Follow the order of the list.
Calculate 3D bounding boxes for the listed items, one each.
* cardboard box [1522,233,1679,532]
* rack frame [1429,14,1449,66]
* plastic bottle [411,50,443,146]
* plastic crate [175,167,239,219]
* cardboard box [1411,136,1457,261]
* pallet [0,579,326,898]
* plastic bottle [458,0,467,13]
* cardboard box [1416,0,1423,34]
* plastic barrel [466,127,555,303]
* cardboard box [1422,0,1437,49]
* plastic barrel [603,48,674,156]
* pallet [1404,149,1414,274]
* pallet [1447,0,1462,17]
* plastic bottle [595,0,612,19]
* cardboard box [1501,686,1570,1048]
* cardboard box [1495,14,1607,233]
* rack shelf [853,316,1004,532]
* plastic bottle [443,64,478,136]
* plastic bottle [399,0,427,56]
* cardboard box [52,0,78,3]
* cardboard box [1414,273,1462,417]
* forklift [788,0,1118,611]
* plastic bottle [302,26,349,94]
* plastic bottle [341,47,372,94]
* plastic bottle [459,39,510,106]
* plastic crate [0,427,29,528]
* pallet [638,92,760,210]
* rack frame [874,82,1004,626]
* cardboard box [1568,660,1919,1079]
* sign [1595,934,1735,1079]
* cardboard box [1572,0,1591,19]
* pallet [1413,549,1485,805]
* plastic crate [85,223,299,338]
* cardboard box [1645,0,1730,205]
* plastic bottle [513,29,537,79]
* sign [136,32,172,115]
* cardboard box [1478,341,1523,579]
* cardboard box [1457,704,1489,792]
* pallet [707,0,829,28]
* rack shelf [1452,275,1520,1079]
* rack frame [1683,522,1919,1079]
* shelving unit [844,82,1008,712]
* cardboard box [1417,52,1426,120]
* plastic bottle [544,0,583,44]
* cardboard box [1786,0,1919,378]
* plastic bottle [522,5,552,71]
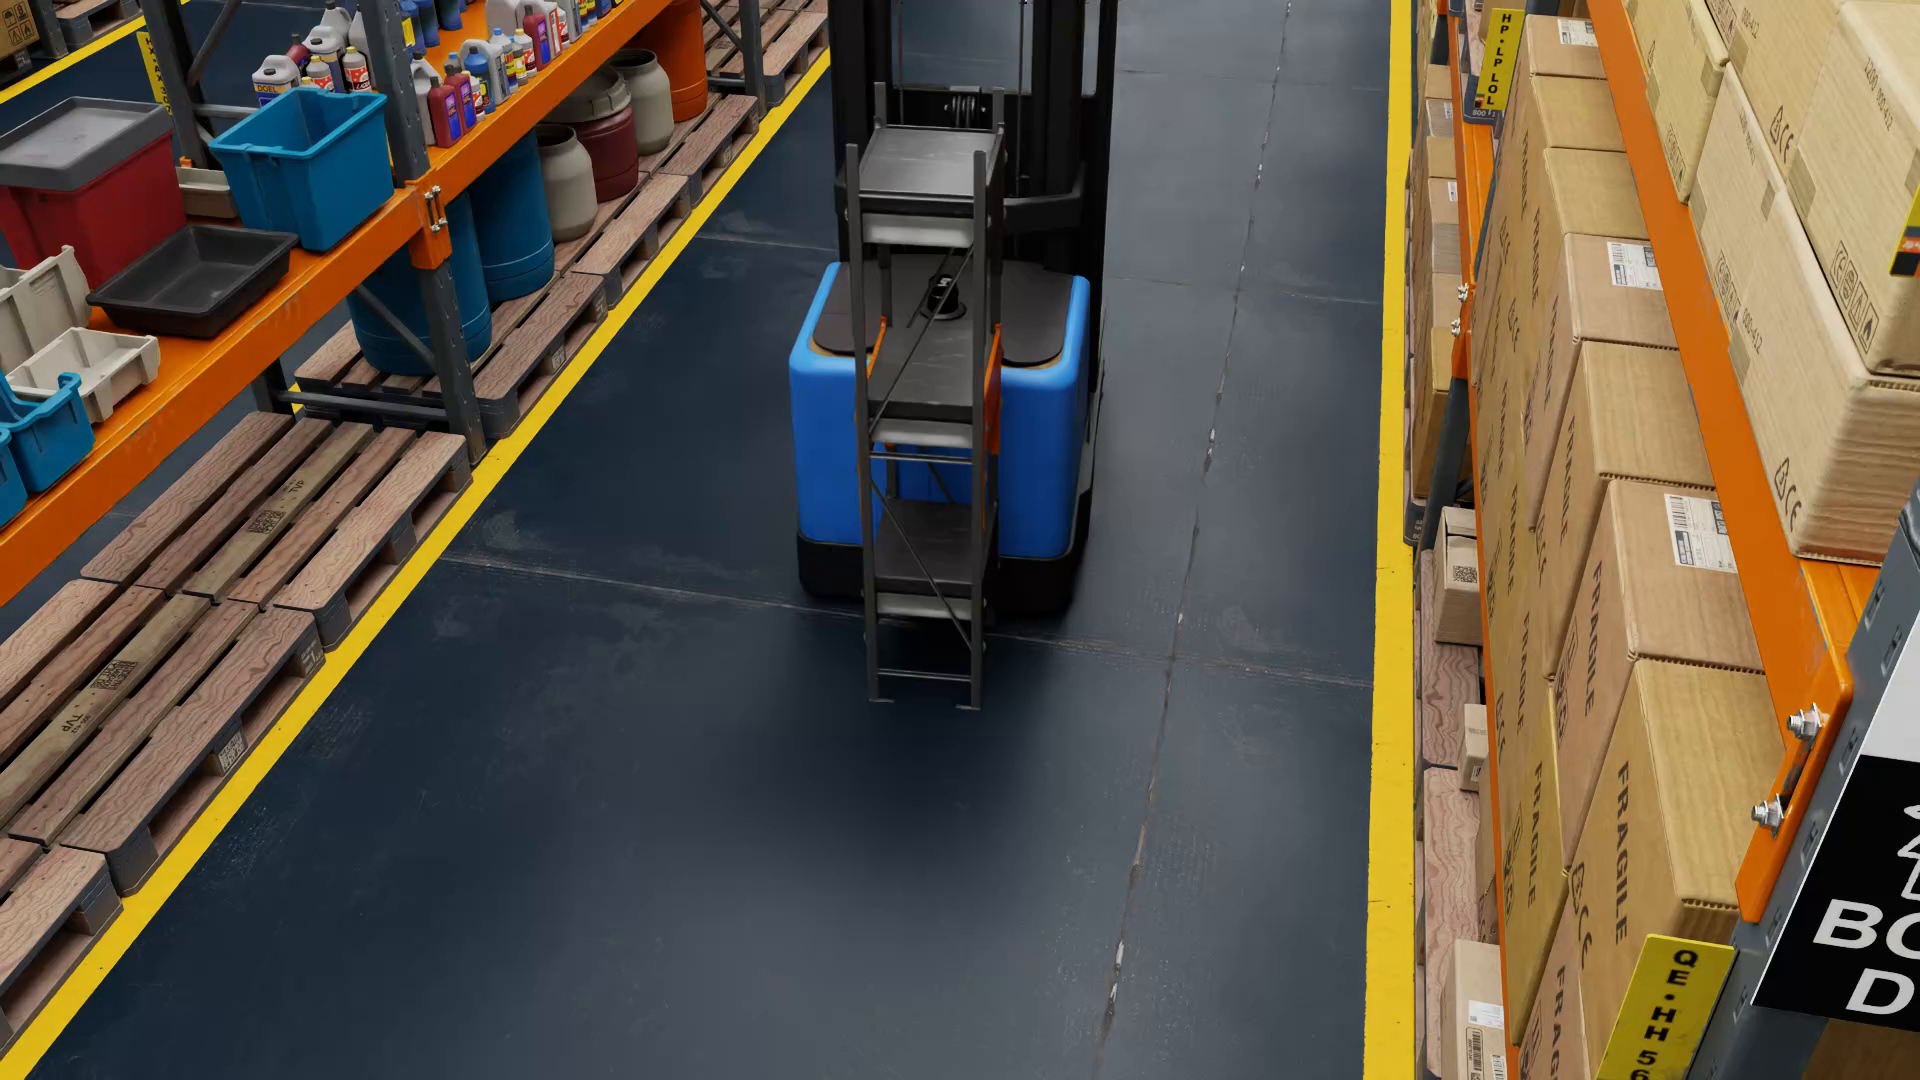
[{"bbox_3d":[1.565,-0.325,3.706,0.500,0.500,0.500,8,37,11],"label":"cardboard box"},{"bbox_3d":[3.125,-3.295,8.740,1.000,3.000,0.127,7,37,10],"label":"rack frame"},{"bbox_3d":[-2.167,-1.789,6.704,0.144,0.351,0.185,7,37,10],"label":"plastic bottle"},{"bbox_3d":[-2.807,-1.293,6.152,0.396,0.136,0.243,7,37,10],"label":"plastic crate"},{"bbox_3d":[2.530,-1.648,8.223,0.500,0.500,0.500,7,36,9],"label":"cardboard box"},{"bbox_3d":[-2.945,0.632,5.698,1.003,0.211,1.213,7,37,10],"label":"pallet"},{"bbox_3d":[-2.449,-2.686,8.010,0.097,0.271,0.097,0,36,0],"label":"plastic bottle"},{"bbox_3d":[3.323,-3.563,11.095,0.500,0.250,0.500,8,37,11],"label":"cardboard box"},{"bbox_3d":[-2.284,-1.661,7.916,0.600,0.901,0.708,7,37,10],"label":"plastic barrel"},{"bbox_3d":[3.101,-3.209,10.128,0.500,0.311,0.500,7,36,9],"label":"cardboard box"},{"bbox_3d":[-1.835,-2.463,9.354,0.421,0.512,0.421,0,36,0],"label":"plastic barrel"},{"bbox_3d":[2.928,-1.742,8.974,1.003,0.211,1.213,7,37,10],"label":"pallet"},{"bbox_3d":[3.049,-2.820,8.248,1.213,0.211,1.003,7,37,10],"label":"pallet"},{"bbox_3d":[-1.770,-2.689,7.946,0.144,0.351,0.185,7,37,10],"label":"plastic bottle"},{"bbox_3d":[1.353,0.662,3.195,0.500,0.500,0.500,8,37,10],"label":"cardboard box"},{"bbox_3d":[1.895,-1.212,4.929,0.500,0.500,0.500,8,37,11],"label":"cardboard box"},{"bbox_3d":[-0.095,-0.389,5.520,0.431,0.518,0.480,4,36,6],"label":"rack shelf"},{"bbox_3d":[-2.044,-1.811,6.792,0.061,0.283,0.133,7,37,10],"label":"plastic bottle"},{"bbox_3d":[-2.488,-2.333,7.522,0.097,0.271,0.097,0,36,0],"label":"plastic bottle"},{"bbox_3d":[-6.429,-4.091,11.594,0.700,0.500,0.500,5,36,8],"label":"cardboard box"},{"bbox_3d":[2.210,-0.769,7.010,0.500,0.500,0.500,7,37,10],"label":"cardboard box"},{"bbox_3d":[0.078,-1.773,6.698,1.130,2.935,3.031,4,36,6],"label":"forklift"},{"bbox_3d":[-2.721,-2.050,7.129,0.152,0.276,0.135,7,37,10],"label":"plastic bottle"},{"bbox_3d":[-2.596,-2.015,7.144,0.097,0.201,0.097,0,36,0],"label":"plastic bottle"},{"bbox_3d":[-2.019,-2.002,7.062,0.152,0.276,0.135,7,37,10],"label":"plastic bottle"},{"bbox_3d":[-2.767,-0.143,4.483,0.416,0.233,0.300,7,37,10],"label":"plastic crate"},{"bbox_3d":[-1.841,-2.332,9.787,1.003,0.211,1.213,7,37,10],"label":"pallet"},{"bbox_3d":[-0.064,-0.542,5.708,0.400,2.100,0.015,4,36,6],"label":"rack frame"},{"bbox_3d":[1.242,0.557,2.489,0.500,0.500,0.500,7,37,10],"label":"cardboard box"},{"bbox_3d":[0.878,0.614,2.091,0.100,0.325,0.005,7,37,10],"label":"sign"},{"bbox_3d":[2.675,-1.858,6.314,0.700,0.500,0.500,13,38,17],"label":"cardboard box"},{"bbox_3d":[2.123,0.521,5.851,1.003,0.211,1.213,7,37,10],"label":"pallet"},{"bbox_3d":[-2.544,-0.862,5.567,0.437,0.125,0.590,7,37,10],"label":"plastic crate"},{"bbox_3d":[1.480,-0.763,2.819,0.500,0.250,0.500,7,37,10],"label":"cardboard box"},{"bbox_3d":[-1.925,-2.146,7.325,0.097,0.201,0.097,0,36,0],"label":"plastic bottle"},{"bbox_3d":[-3.105,-1.807,6.451,0.100,0.325,0.005,7,37,10],"label":"sign"},{"bbox_3d":[1.680,-0.204,4.390,0.500,0.500,0.500,7,37,10],"label":"cardboard box"},{"bbox_3d":[1.794,0.678,5.298,0.380,0.166,0.250,7,37,10],"label":"cardboard box"},{"bbox_3d":[-1.247,-3.925,11.986,1.003,0.211,1.213,7,37,10],"label":"pallet"},{"bbox_3d":[1.843,0.436,4.205,1.077,0.370,4.000,7,37,10],"label":"rack shelf"},{"bbox_3d":[1.416,1.292,2.412,1.000,3.000,0.127,7,37,10],"label":"rack frame"},{"bbox_3d":[-0.095,-0.400,5.512,0.431,2.100,0.503,4,36,6],"label":"shelving unit"},{"bbox_3d":[2.999,-2.684,9.882,0.500,0.250,0.500,8,37,11],"label":"cardboard box"},{"bbox_3d":[-1.849,-2.456,7.688,0.152,0.276,0.135,7,37,10],"label":"plastic bottle"},{"bbox_3d":[1.277,-0.391,1.879,0.500,0.250,0.500,7,37,10],"label":"cardboard box"},{"bbox_3d":[-1.883,-2.243,7.389,0.061,0.283,0.133,7,37,10],"label":"plastic bottle"}]
